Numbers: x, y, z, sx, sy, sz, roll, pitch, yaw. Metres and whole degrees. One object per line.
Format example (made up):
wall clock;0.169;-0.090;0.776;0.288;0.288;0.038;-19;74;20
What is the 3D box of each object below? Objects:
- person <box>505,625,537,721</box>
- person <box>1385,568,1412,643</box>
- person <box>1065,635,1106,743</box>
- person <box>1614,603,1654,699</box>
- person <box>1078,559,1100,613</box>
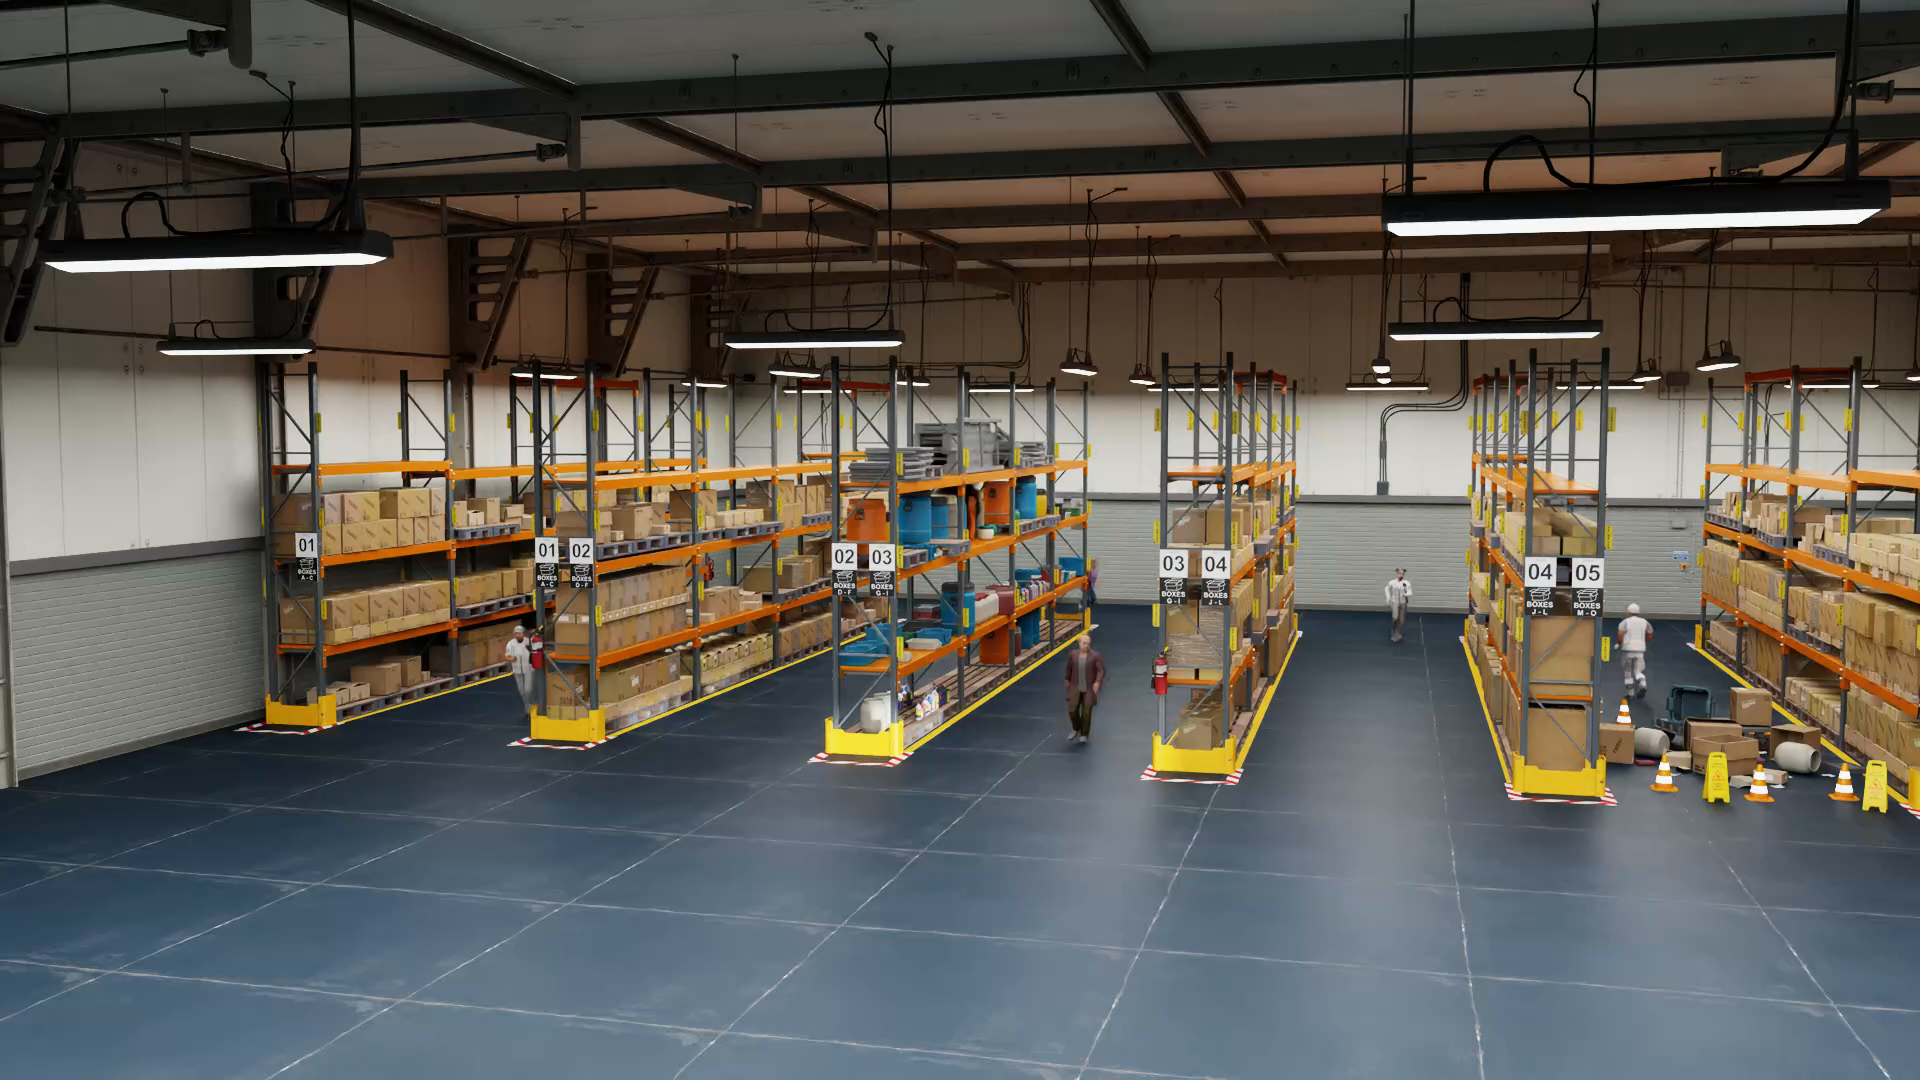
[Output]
person;-7.363;2.226;28.103;0.534;1.616;0.904;0;4;5
person;10.042;1.485;38.033;0.566;1.717;0.694;1;4;8
person;1.914;2.315;25.728;0.704;1.723;0.828;1;4;12
person;12.202;2.029;30.007;0.658;1.737;0.810;0;4;7
person;3.333;1.233;42.751;0.623;1.521;0.496;3;5;32
